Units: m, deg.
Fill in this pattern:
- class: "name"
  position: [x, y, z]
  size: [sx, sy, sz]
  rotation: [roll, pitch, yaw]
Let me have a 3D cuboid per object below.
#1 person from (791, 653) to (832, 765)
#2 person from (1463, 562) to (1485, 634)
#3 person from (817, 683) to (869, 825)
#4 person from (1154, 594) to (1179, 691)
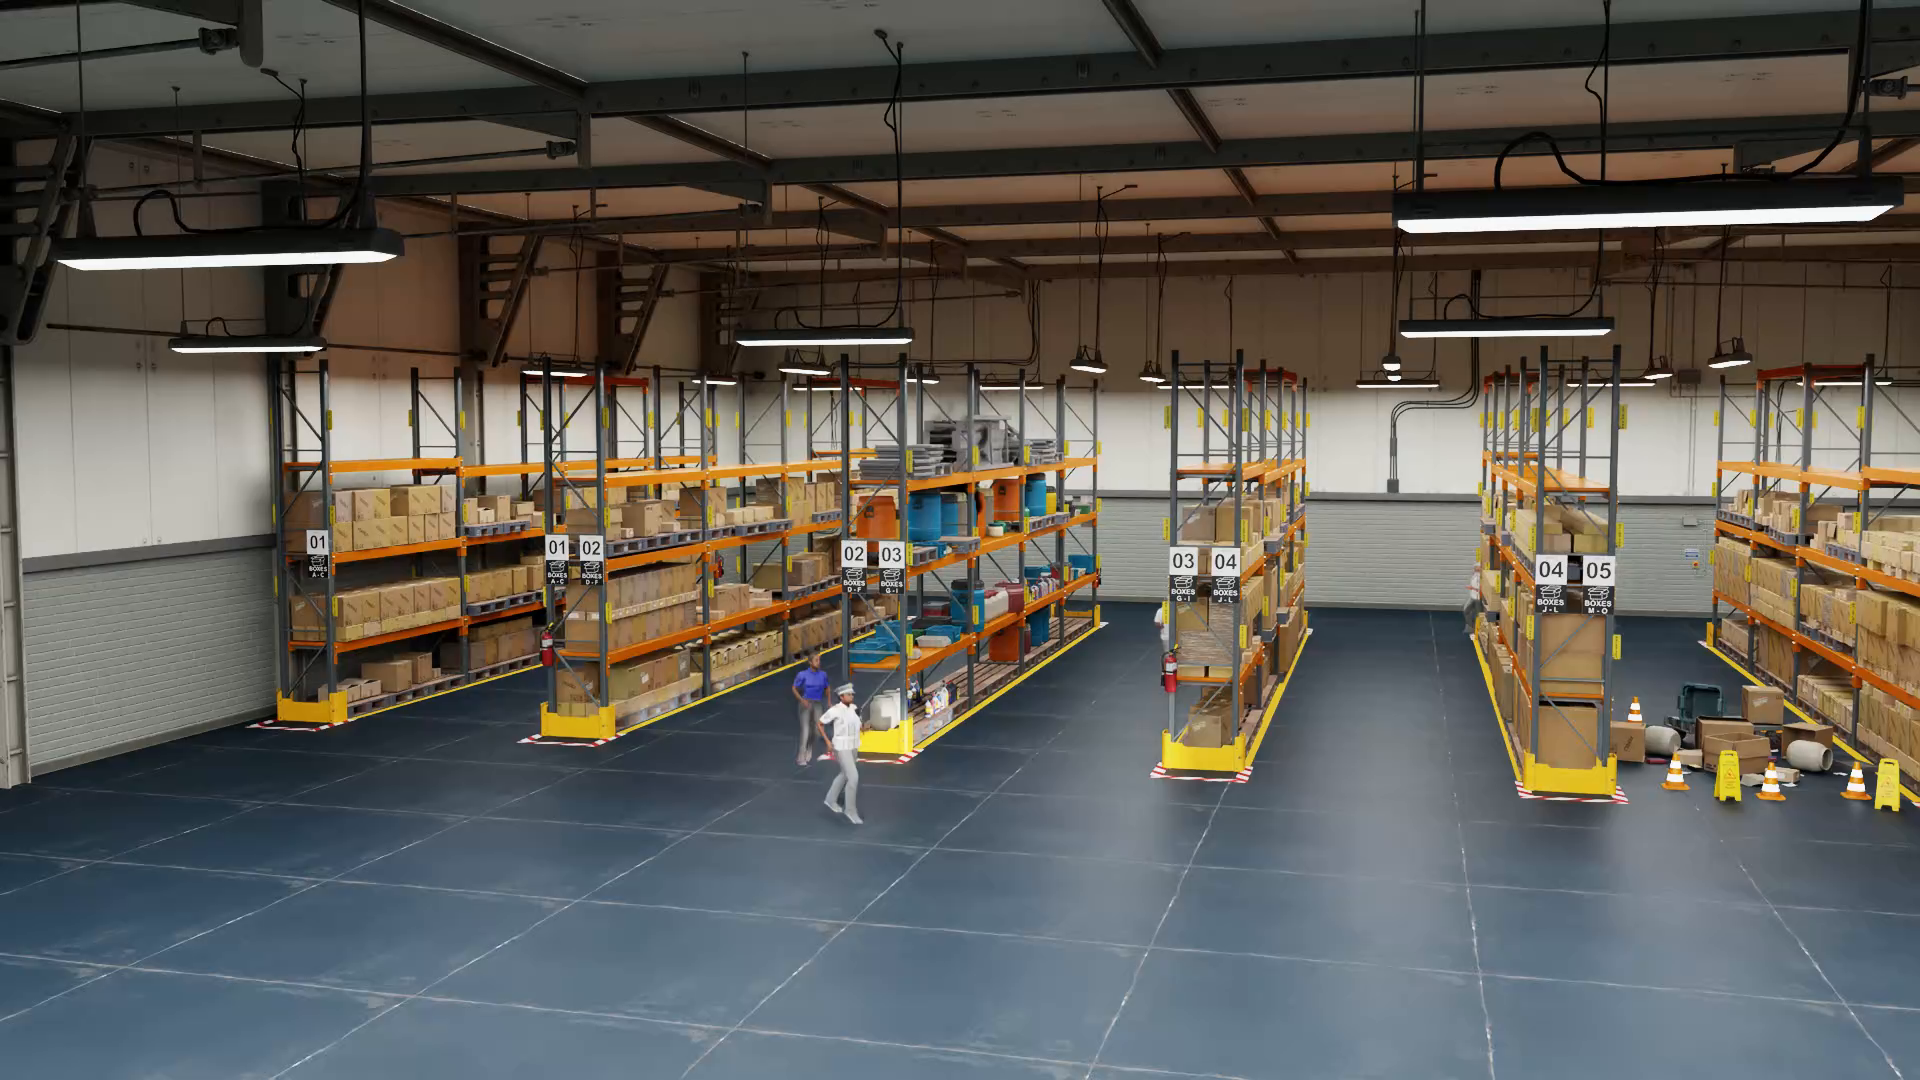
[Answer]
- class: "person"
  position: [-2.130, 2.462, 24.224]
  size: [0.650, 1.613, 0.501]
  rotation: [-2, 5, -27]
- class: "person"
  position: [12.165, 1.361, 38.853]
  size: [0.752, 1.810, 0.687]
  rotation: [0, 4, -6]
- class: "person"
  position: [-1.437, 2.660, 20.842]
  size: [0.755, 1.758, 0.546]
  rotation: [3, 5, 35]
- class: "person"
  position: [3.961, 1.879, 31.165]
  size: [0.635, 1.815, 0.841]
  rotation: [1, 4, 12]
